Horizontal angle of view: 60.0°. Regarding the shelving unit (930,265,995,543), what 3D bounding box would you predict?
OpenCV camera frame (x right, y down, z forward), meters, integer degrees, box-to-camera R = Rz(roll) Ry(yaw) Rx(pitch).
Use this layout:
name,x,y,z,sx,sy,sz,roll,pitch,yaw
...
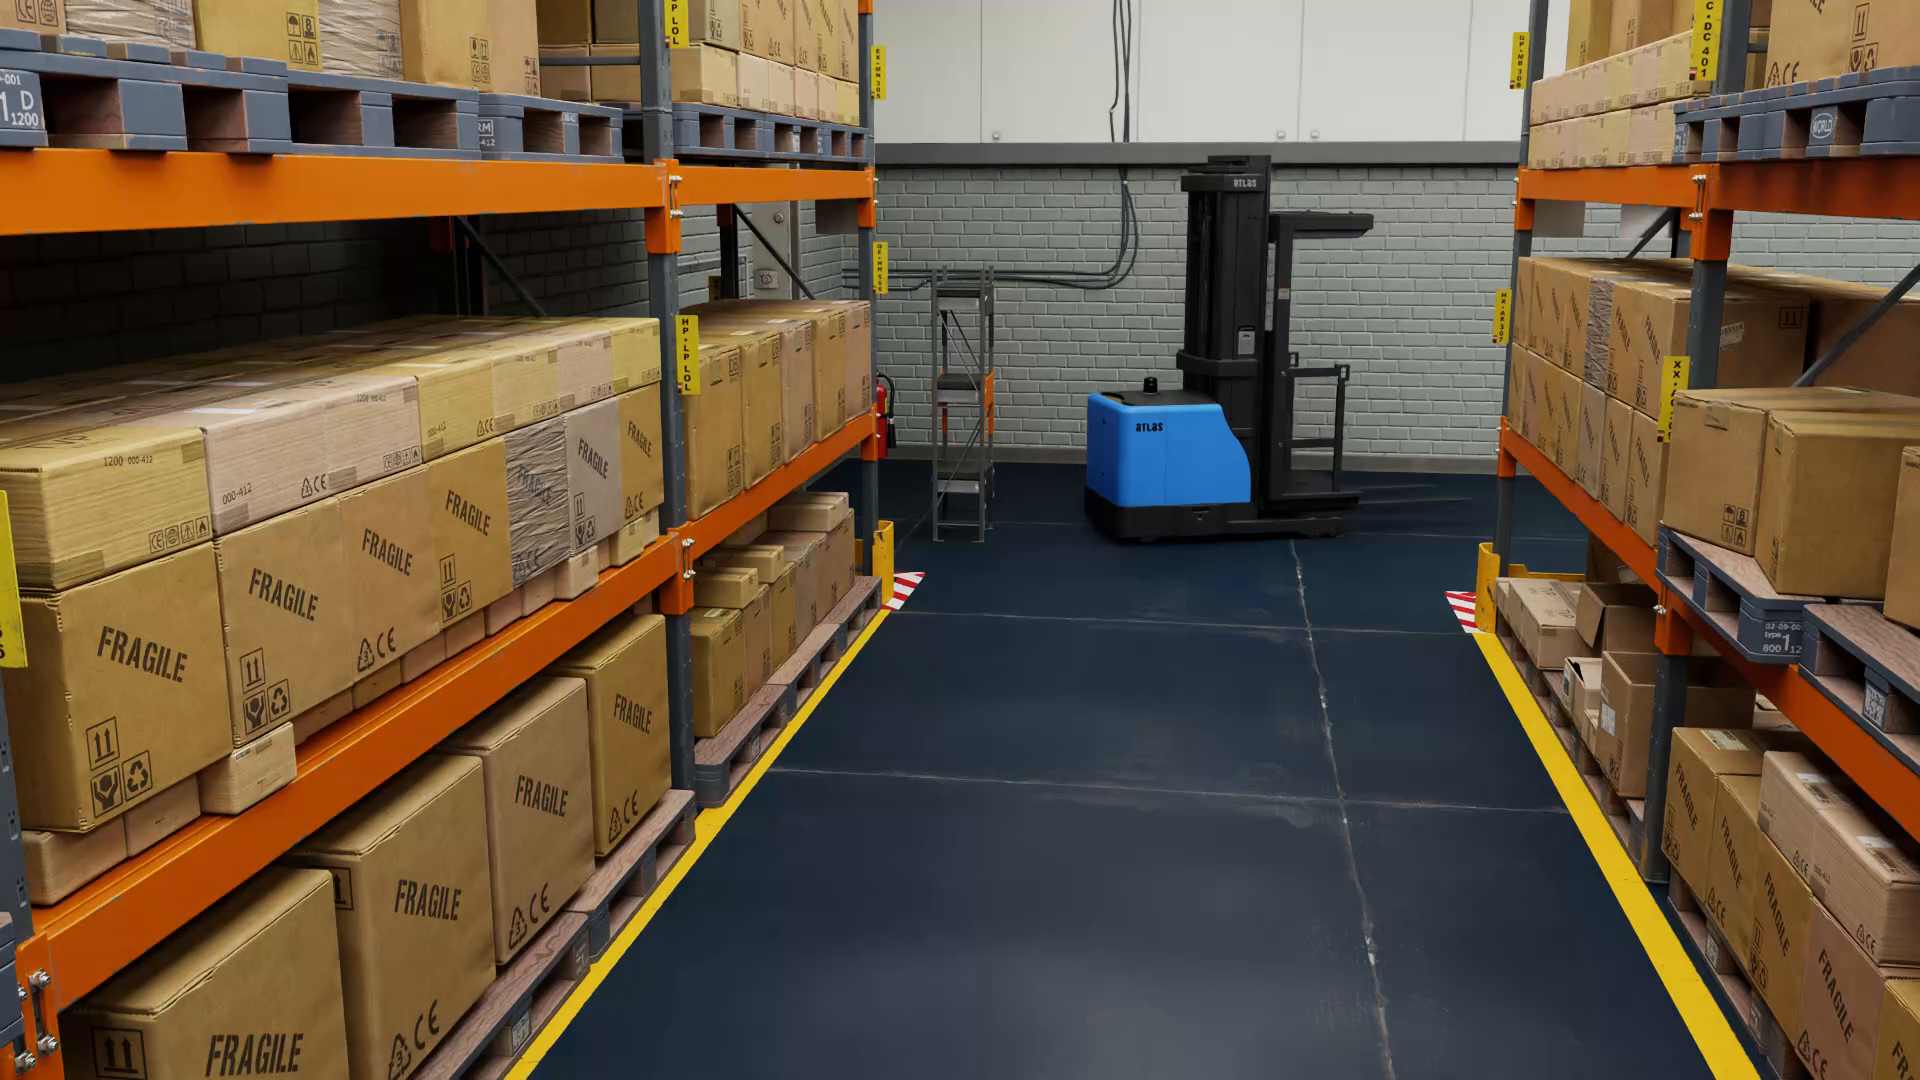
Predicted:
name,x,y,z,sx,sy,sz,roll,pitch,yaw
shelving unit,0.025,-1.061,12.932,0.431,2.100,0.503,2,12,9

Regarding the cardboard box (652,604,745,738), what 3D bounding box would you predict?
name,x,y,z,sx,sy,sz,roll,pitch,yaw
cardboard box,-1.446,0.614,7.961,0.700,0.500,0.500,2,12,9

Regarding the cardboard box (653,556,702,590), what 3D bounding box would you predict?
name,x,y,z,sx,sy,sz,roll,pitch,yaw
cardboard box,-1.545,0.156,8.546,0.380,0.149,0.250,1,12,7

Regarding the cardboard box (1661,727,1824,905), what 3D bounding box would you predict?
name,x,y,z,sx,sy,sz,roll,pitch,yaw
cardboard box,2.918,1.009,6.080,0.500,0.500,0.500,1,12,6

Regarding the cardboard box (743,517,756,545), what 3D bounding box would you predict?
name,x,y,z,sx,sy,sz,roll,pitch,yaw
cardboard box,-1.388,-0.056,9.532,0.380,0.149,0.250,2,12,9

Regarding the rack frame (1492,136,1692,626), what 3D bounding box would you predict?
name,x,y,z,sx,sy,sz,roll,pitch,yaw
rack frame,3.848,-0.923,10.157,1.000,3.000,0.127,2,12,9

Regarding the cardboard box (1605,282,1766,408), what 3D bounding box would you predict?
name,x,y,z,sx,sy,sz,roll,pitch,yaw
cardboard box,3.131,-0.849,7.201,0.500,0.500,0.500,2,12,8

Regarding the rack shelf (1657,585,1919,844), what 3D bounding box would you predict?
name,x,y,z,sx,sy,sz,roll,pitch,yaw
rack shelf,2.926,0.677,4.438,1.077,0.370,4.000,2,12,9

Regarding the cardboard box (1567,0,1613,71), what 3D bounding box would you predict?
name,x,y,z,sx,sy,sz,roll,pitch,yaw
cardboard box,3.625,-2.718,8.757,0.700,0.500,0.500,2,12,9

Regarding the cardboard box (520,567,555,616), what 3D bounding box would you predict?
name,x,y,z,sx,sy,sz,roll,pitch,yaw
cardboard box,-1.620,0.154,5.709,0.380,0.149,0.250,2,12,9

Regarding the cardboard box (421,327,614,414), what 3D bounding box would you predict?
name,x,y,z,sx,sy,sz,roll,pitch,yaw
cardboard box,-1.569,-0.609,5.930,0.500,0.250,0.500,2,12,10

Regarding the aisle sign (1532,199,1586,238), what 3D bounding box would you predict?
name,x,y,z,sx,sy,sz,roll,pitch,yaw
aisle sign,3.569,-2.218,9.994,0.394,0.787,0.004,2,12,9

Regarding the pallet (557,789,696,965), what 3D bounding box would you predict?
name,x,y,z,sx,sy,sz,roll,pitch,yaw
pallet,-1.706,1.276,6.572,1.003,0.211,1.213,2,12,9

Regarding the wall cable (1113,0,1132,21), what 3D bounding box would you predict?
name,x,y,z,sx,sy,sz,roll,pitch,yaw
wall cable,2.849,-6.045,15.064,3.097,2.526,0.112,2,12,9

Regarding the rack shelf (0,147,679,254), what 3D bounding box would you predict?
name,x,y,z,sx,sy,sz,roll,pitch,yaw
rack shelf,-1.970,-0.949,4.863,1.077,0.370,4.000,2,12,9

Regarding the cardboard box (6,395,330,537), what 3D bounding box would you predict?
name,x,y,z,sx,sy,sz,roll,pitch,yaw
cardboard box,-1.871,-0.186,3.967,0.500,0.250,0.500,2,12,8

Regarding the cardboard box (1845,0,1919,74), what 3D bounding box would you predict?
name,x,y,z,sx,sy,sz,roll,pitch,yaw
cardboard box,3.003,-1.618,4.788,0.600,0.600,0.600,2,12,8

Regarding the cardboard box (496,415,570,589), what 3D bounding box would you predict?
name,x,y,z,sx,sy,sz,roll,pitch,yaw
cardboard box,-1.638,-0.139,5.529,0.500,0.500,0.500,2,12,9

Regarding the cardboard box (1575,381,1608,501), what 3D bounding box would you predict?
name,x,y,z,sx,sy,sz,roll,pitch,yaw
cardboard box,3.211,-0.466,7.799,0.500,0.500,0.500,2,12,10

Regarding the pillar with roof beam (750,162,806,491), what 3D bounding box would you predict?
name,x,y,z,sx,sy,sz,roll,pitch,yaw
pillar with roof beam,2.768,-4.466,12.357,9.100,9.000,0.400,2,12,9

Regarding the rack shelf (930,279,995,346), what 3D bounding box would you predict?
name,x,y,z,sx,sy,sz,roll,pitch,yaw
rack shelf,0.025,-1.732,12.787,0.431,0.518,0.480,2,12,9

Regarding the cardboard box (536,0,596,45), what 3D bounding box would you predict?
name,x,y,z,sx,sy,sz,roll,pitch,yaw
cardboard box,-1.785,-2.417,7.311,0.500,0.500,0.500,2,12,8

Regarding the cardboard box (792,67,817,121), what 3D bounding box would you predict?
name,x,y,z,sx,sy,sz,roll,pitch,yaw
cardboard box,-1.051,-2.352,8.790,0.500,0.250,0.500,2,12,7

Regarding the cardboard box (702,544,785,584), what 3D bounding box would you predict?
name,x,y,z,sx,sy,sz,roll,pitch,yaw
cardboard box,-1.133,0.123,8.700,0.380,0.149,0.250,2,12,7

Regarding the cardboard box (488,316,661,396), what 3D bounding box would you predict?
name,x,y,z,sx,sy,sz,roll,pitch,yaw
cardboard box,-1.481,-0.715,6.422,0.500,0.250,0.500,2,12,10

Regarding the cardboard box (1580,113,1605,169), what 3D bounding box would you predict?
name,x,y,z,sx,sy,sz,roll,pitch,yaw
cardboard box,3.283,-1.905,7.951,0.500,0.250,0.500,2,12,9

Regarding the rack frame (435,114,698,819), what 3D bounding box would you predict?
name,x,y,z,sx,sy,sz,roll,pitch,yaw
rack frame,-1.662,-0.250,7.035,1.000,3.000,0.127,2,12,9

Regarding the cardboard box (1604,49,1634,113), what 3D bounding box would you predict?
name,x,y,z,sx,sy,sz,roll,pitch,yaw
cardboard box,3.199,-2.046,7.416,0.500,0.250,0.500,2,12,9

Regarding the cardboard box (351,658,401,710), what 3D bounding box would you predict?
name,x,y,z,sx,sy,sz,roll,pitch,yaw
cardboard box,-1.827,0.366,4.726,0.380,0.149,0.250,2,12,10

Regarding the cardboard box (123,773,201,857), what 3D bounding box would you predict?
name,x,y,z,sx,sy,sz,roll,pitch,yaw
cardboard box,-1.950,0.582,3.721,0.380,0.149,0.250,2,12,9

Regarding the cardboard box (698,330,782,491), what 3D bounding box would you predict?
name,x,y,z,sx,sy,sz,roll,pitch,yaw
cardboard box,-1.445,-0.661,8.229,0.980,0.700,0.700,2,12,7

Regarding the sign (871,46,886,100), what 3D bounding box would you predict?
name,x,y,z,sx,sy,sz,roll,pitch,yaw
sign,-0.513,-2.923,10.403,0.100,0.325,0.005,2,12,9

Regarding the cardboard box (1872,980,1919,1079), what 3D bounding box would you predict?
name,x,y,z,sx,sy,sz,roll,pitch,yaw
cardboard box,2.610,1.439,4.086,0.500,0.500,0.500,1,12,7

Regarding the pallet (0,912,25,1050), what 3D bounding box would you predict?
name,x,y,z,sx,sy,sz,roll,pitch,yaw
pallet,-2.282,0.828,2.487,1.213,0.211,1.003,2,12,9

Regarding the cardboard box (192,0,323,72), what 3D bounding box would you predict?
name,x,y,z,sx,sy,sz,roll,pitch,yaw
cardboard box,-2.132,-1.478,4.328,0.700,0.500,0.500,3,12,12

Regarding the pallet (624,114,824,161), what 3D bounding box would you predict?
name,x,y,z,sx,sy,sz,roll,pitch,yaw
pallet,-1.336,-2.097,8.692,1.003,0.211,1.213,2,12,9

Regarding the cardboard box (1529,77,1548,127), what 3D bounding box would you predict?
name,x,y,z,sx,sy,sz,roll,pitch,yaw
cardboard box,3.512,-2.462,9.348,0.500,0.250,0.500,2,12,9

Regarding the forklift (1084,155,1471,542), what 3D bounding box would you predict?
name,x,y,z,sx,sy,sz,roll,pitch,yaw
forklift,2.589,-1.549,13.225,3.031,2.935,1.130,-3,12,-11

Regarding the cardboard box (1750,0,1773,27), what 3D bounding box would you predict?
name,x,y,z,sx,sy,sz,roll,pitch,yaw
cardboard box,3.270,-2.197,6.337,0.700,0.500,0.500,2,12,9

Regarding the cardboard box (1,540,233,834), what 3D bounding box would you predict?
name,x,y,z,sx,sy,sz,roll,pitch,yaw
cardboard box,-1.950,0.285,3.558,0.500,0.500,0.500,2,12,10

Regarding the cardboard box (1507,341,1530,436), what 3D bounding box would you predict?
name,x,y,z,sx,sy,sz,roll,pitch,yaw
cardboard box,3.520,-0.888,9.758,0.500,0.500,0.500,2,12,10

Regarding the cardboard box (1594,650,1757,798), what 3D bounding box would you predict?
name,x,y,z,sx,sy,sz,roll,pitch,yaw
cardboard box,3.041,0.788,7.104,0.500,0.500,0.500,2,12,9

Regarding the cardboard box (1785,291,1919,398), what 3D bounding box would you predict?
name,x,y,z,sx,sy,sz,roll,pitch,yaw
cardboard box,3.584,-0.717,6.591,0.500,0.500,0.500,2,12,10

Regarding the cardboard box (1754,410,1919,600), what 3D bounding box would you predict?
name,x,y,z,sx,sy,sz,roll,pitch,yaw
cardboard box,2.896,-0.108,5.141,0.700,0.500,0.500,4,13,18

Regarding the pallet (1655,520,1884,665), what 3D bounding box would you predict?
name,x,y,z,sx,sy,sz,roll,pitch,yaw
pallet,3.003,0.166,5.559,1.003,0.211,1.213,2,12,9

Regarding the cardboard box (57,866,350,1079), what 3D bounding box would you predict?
name,x,y,z,sx,sy,sz,roll,pitch,yaw
cardboard box,-2.034,1.279,4.044,0.750,0.750,0.750,2,12,8

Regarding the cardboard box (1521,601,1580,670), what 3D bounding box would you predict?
name,x,y,z,sx,sy,sz,roll,pitch,yaw
cardboard box,3.331,0.518,8.952,0.500,0.250,0.500,2,12,9

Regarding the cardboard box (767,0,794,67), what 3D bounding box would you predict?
name,x,y,z,sx,sy,sz,roll,pitch,yaw
cardboard box,-1.132,-2.614,8.223,0.500,0.500,0.500,2,12,9

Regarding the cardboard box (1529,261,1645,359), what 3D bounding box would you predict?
name,x,y,z,sx,sy,sz,roll,pitch,yaw
cardboard box,3.447,-1.268,9.147,0.500,0.500,0.500,2,12,9

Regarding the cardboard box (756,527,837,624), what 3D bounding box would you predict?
name,x,y,z,sx,sy,sz,roll,pitch,yaw
cardboard box,-1.133,0.187,9.943,0.700,0.500,0.500,2,12,8

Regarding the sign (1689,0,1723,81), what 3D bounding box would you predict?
name,x,y,z,sx,sy,sz,roll,pitch,yaw
sign,2.696,-1.826,5.997,0.100,0.325,0.005,2,12,9

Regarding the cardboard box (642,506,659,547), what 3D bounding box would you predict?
name,x,y,z,sx,sy,sz,roll,pitch,yaw
cardboard box,-1.434,-0.058,6.690,0.380,0.149,0.250,2,12,9

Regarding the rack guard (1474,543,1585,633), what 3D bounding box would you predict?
name,x,y,z,sx,sy,sz,roll,pitch,yaw
rack guard,3.837,0.314,10.347,1.175,0.500,0.348,2,12,9

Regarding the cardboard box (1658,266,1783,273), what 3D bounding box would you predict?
name,x,y,z,sx,sy,sz,roll,pitch,yaw
cardboard box,3.900,-1.146,8.581,0.500,0.500,0.500,2,12,10

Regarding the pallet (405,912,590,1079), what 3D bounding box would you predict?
name,x,y,z,sx,sy,sz,roll,pitch,yaw
pallet,-1.891,1.531,5.390,1.003,0.211,1.213,2,12,9
